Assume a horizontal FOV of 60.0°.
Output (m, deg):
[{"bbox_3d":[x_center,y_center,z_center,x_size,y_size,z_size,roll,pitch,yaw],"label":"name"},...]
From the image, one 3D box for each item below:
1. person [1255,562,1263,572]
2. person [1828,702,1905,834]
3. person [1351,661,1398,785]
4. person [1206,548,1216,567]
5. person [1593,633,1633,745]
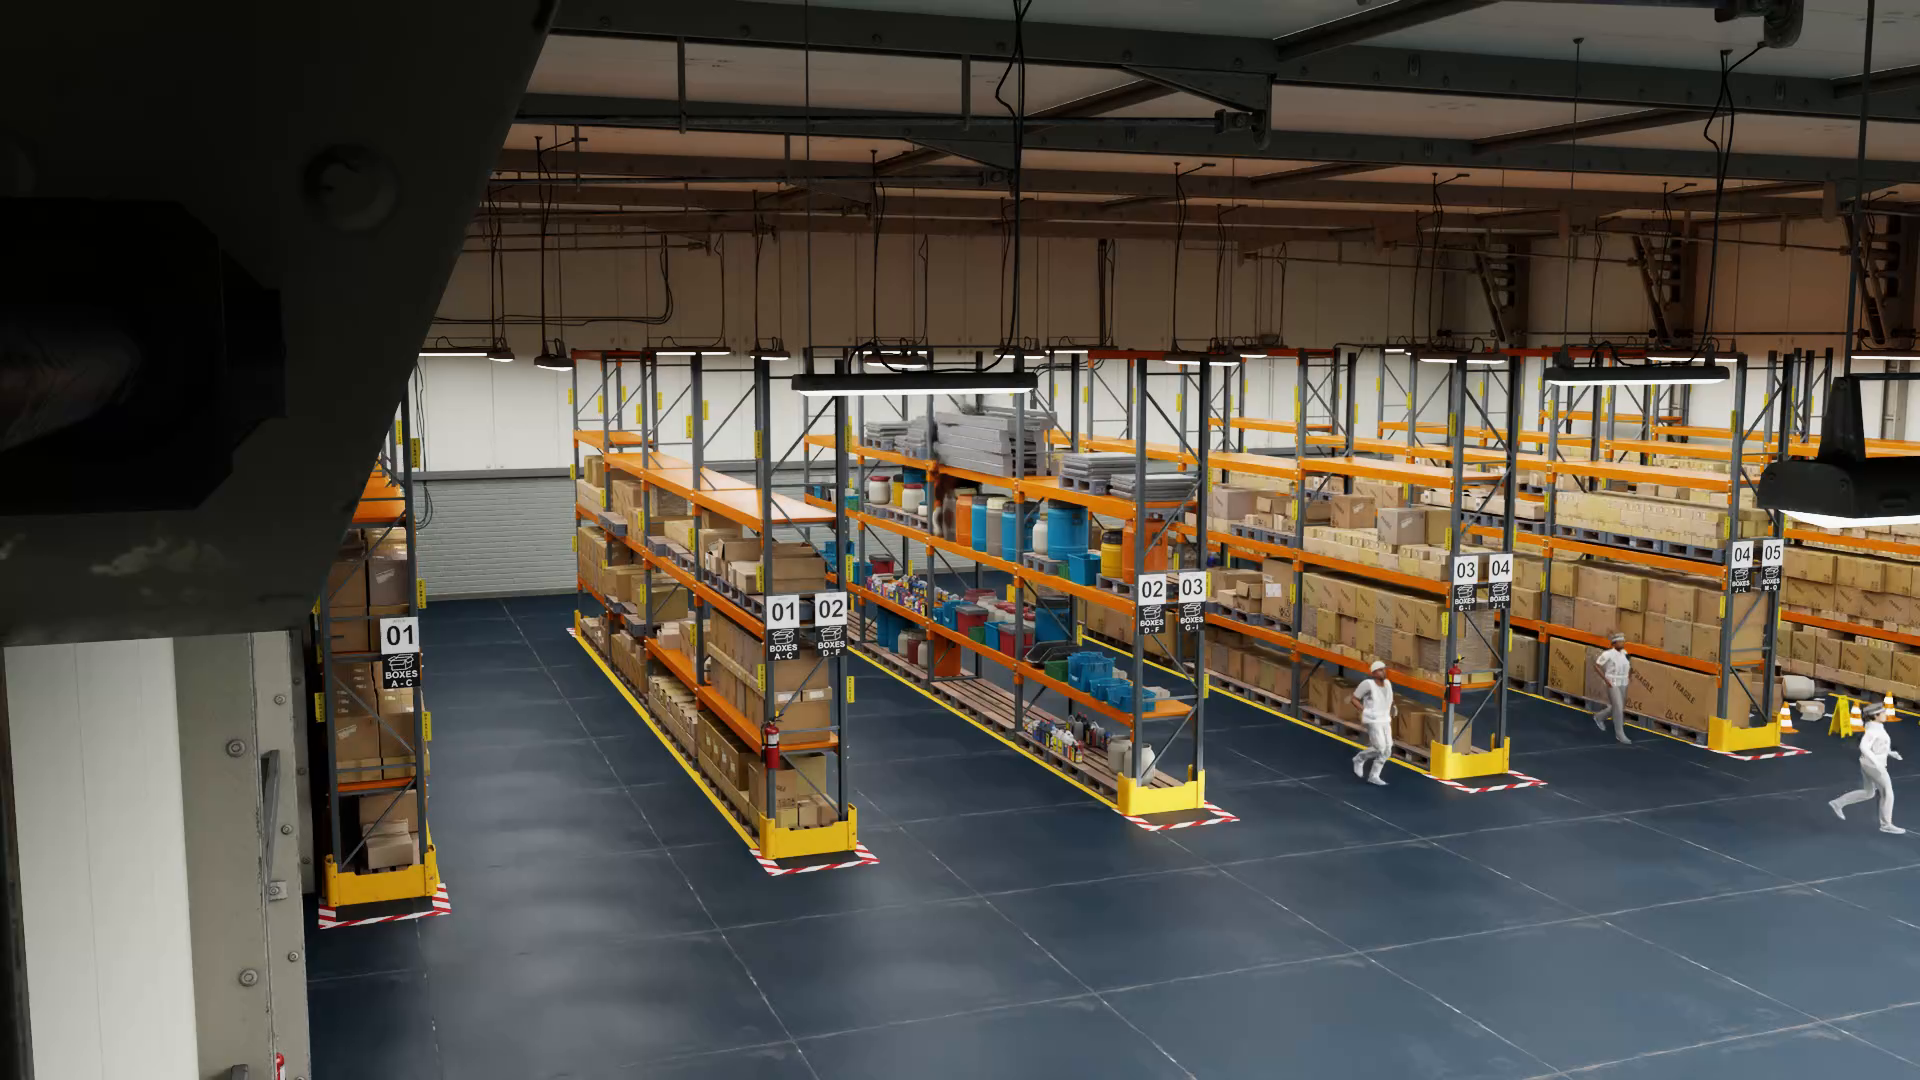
[{"bbox_3d":[7.463,0.344,41.390,0.672,1.735,0.875,-4,8,-29],"label":"person"},{"bbox_3d":[11.576,2.871,21.121,0.857,1.669,0.643,3,8,21],"label":"person"},{"bbox_3d":[5.909,2.569,23.488,0.724,1.733,0.538,-4,8,-32],"label":"person"},{"bbox_3d":[5.551,0.918,37.556,0.596,1.543,0.762,-2,7,-14],"label":"person"},{"bbox_3d":[10.221,2.274,25.985,0.596,1.705,0.838,-3,8,-25],"label":"person"}]
